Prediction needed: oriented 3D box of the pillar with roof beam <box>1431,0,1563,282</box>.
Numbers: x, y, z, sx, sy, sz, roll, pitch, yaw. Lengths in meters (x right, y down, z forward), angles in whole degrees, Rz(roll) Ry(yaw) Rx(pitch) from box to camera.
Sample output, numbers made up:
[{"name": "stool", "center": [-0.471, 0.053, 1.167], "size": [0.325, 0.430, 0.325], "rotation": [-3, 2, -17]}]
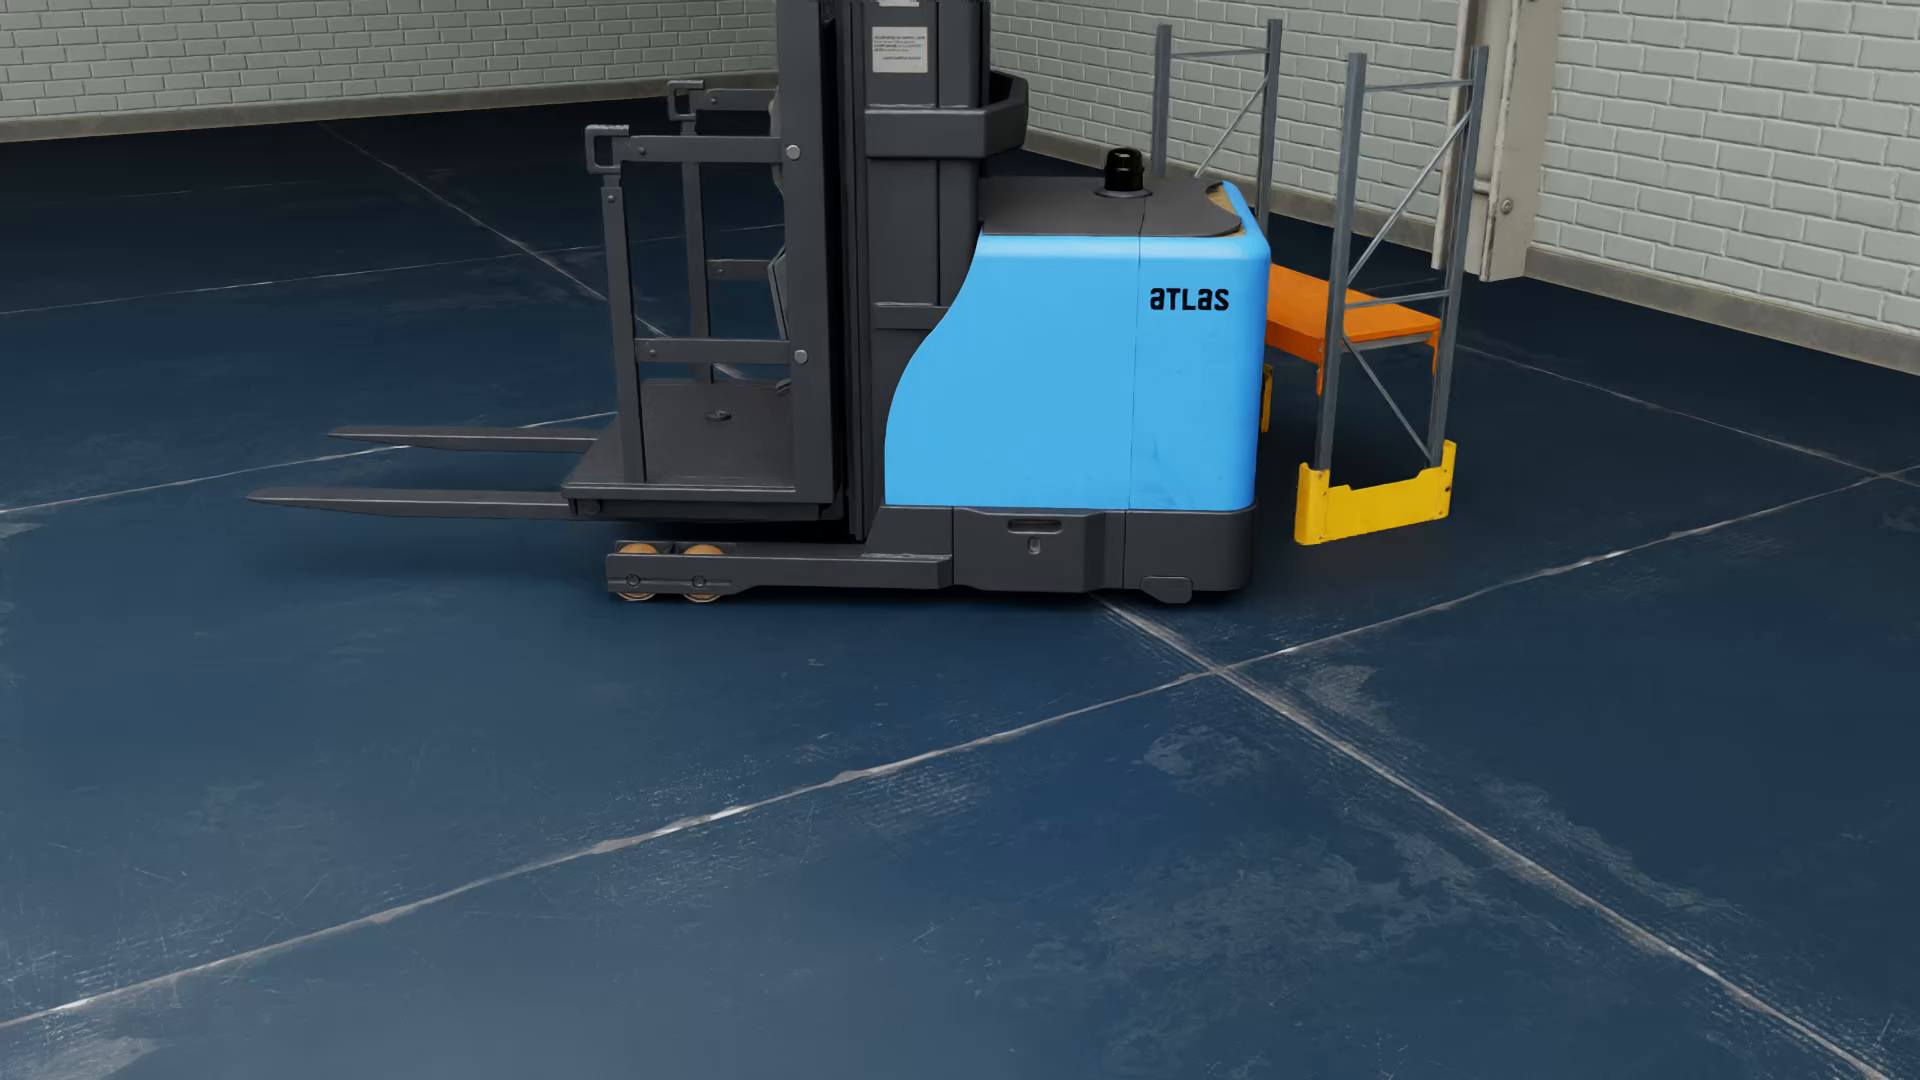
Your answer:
[{"name": "pillar with roof beam", "center": [-0.951, -4.766, 5.086], "size": [9.100, 9.000, 0.400], "rotation": [-13, 25, -28]}]

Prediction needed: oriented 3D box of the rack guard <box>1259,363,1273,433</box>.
[{"name": "rack guard", "center": [0.901, -0.495, 6.197], "size": [0.587, 0.250, 0.087], "rotation": [-11, 24, -24]}]

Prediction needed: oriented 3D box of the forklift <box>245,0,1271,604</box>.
[{"name": "forklift", "center": [-0.636, -1.371, 4.793], "size": [3.031, 2.935, 1.130], "rotation": [1, 22, 3]}]

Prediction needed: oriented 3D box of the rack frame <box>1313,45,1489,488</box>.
[{"name": "rack frame", "center": [1.343, -0.737, 5.134], "size": [0.500, 1.500, 0.032], "rotation": [-11, 24, -24]}]

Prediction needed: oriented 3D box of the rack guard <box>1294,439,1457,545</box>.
[{"name": "rack guard", "center": [1.343, -0.159, 5.370], "size": [0.587, 0.250, 0.087], "rotation": [-11, 24, -24]}]

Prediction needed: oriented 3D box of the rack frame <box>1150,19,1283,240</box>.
[{"name": "rack frame", "center": [0.892, -1.080, 5.978], "size": [0.500, 1.500, 0.032], "rotation": [-11, 24, -24]}]

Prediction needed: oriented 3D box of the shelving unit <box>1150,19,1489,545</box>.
[{"name": "shelving unit", "center": [1.122, -0.906, 5.548], "size": [0.587, 1.500, 1.083], "rotation": [-11, 24, -24]}]

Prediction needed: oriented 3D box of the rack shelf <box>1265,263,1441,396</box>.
[{"name": "rack shelf", "center": [1.118, -0.742, 5.623], "size": [0.538, 0.185, 1.000], "rotation": [-11, 24, -24]}]
